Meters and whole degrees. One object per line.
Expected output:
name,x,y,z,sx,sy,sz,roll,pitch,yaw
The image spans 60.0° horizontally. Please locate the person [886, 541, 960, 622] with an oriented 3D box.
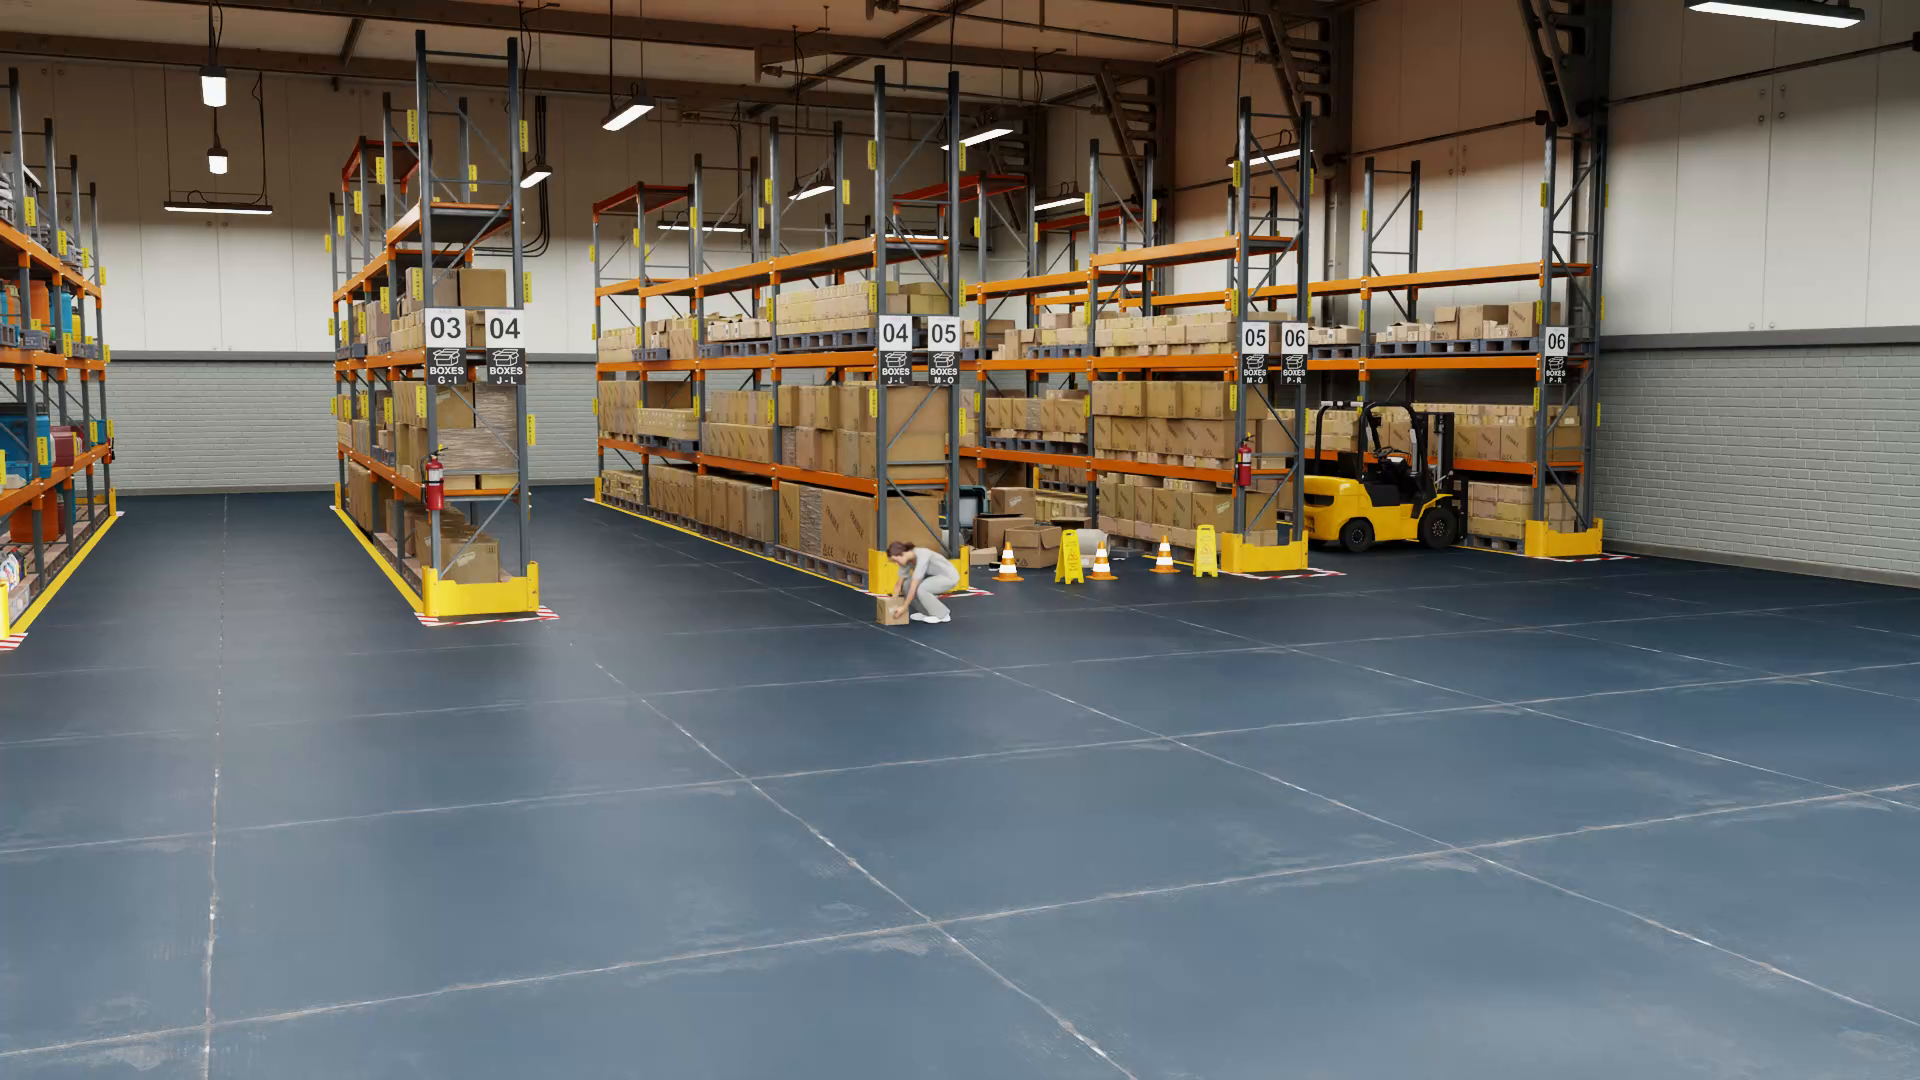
person,-0.386,0.416,16.983,0.800,0.848,0.472,-2,6,-24
